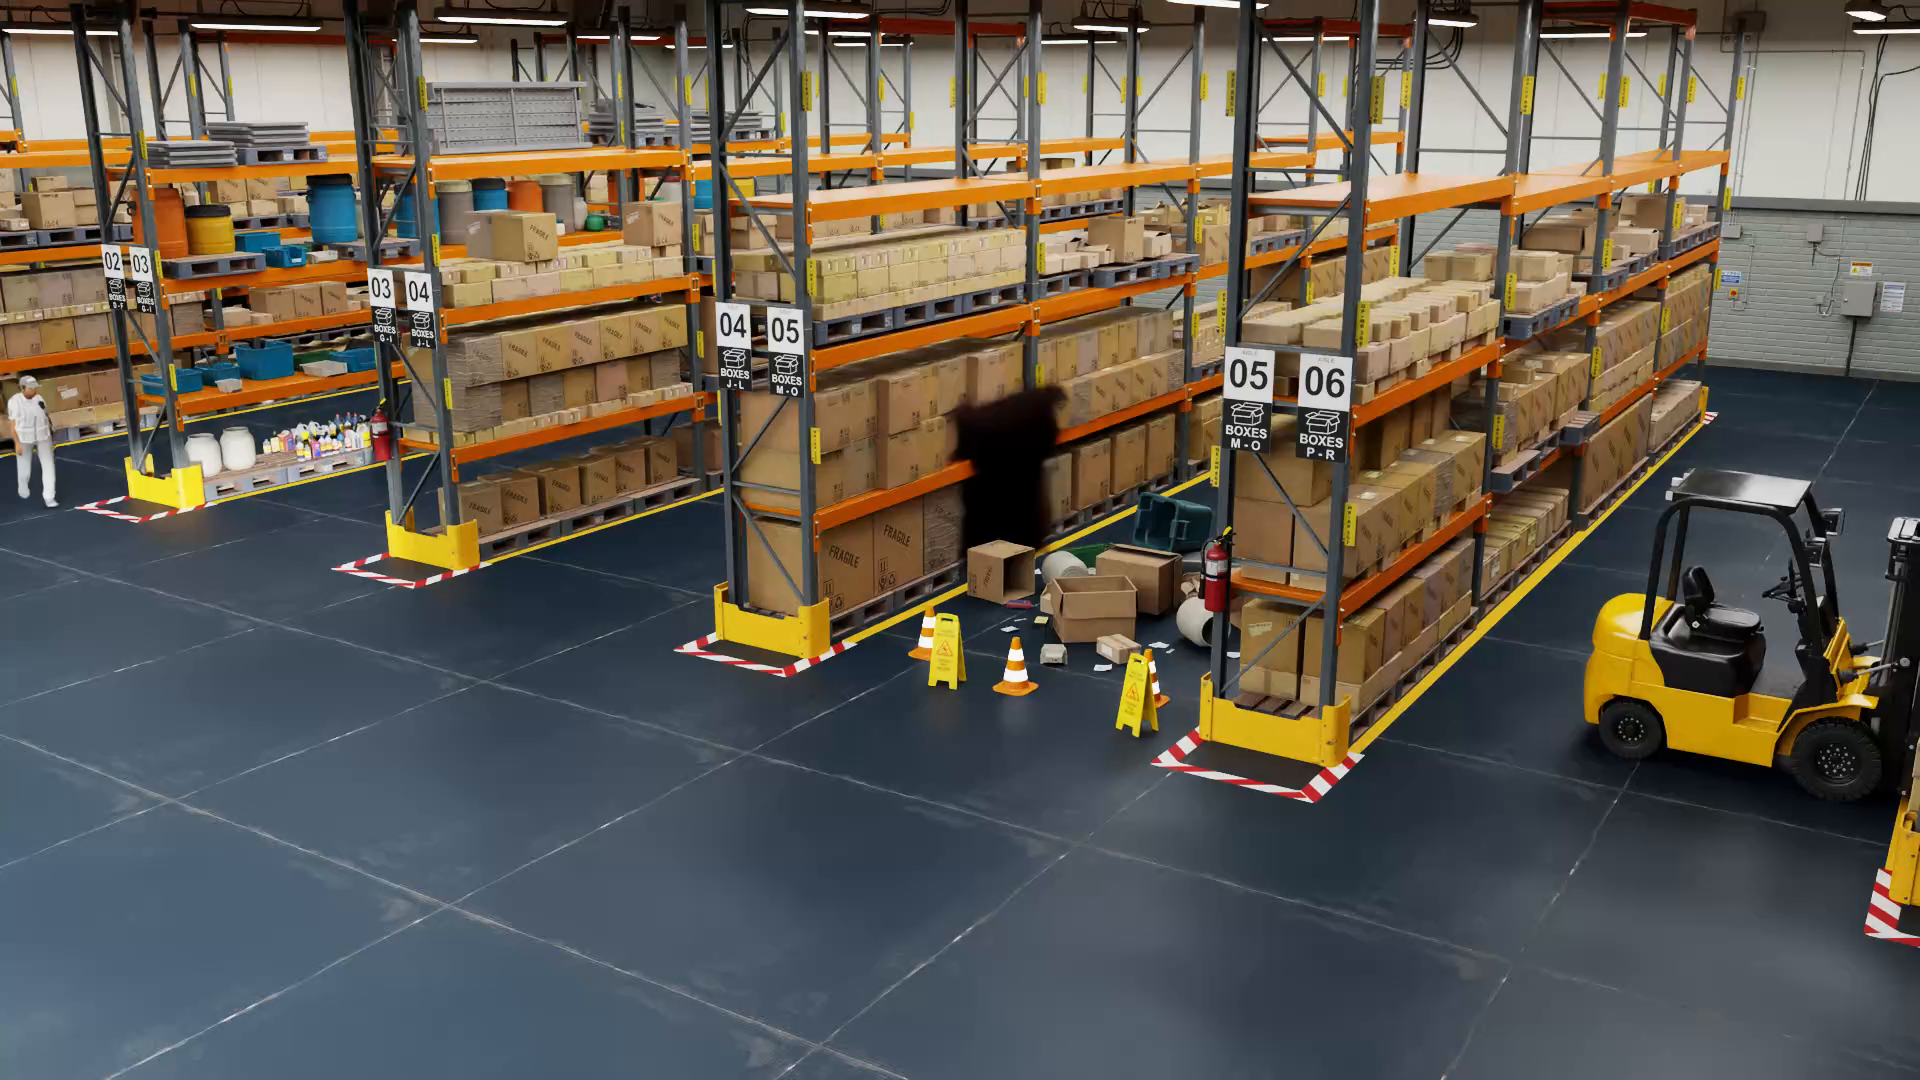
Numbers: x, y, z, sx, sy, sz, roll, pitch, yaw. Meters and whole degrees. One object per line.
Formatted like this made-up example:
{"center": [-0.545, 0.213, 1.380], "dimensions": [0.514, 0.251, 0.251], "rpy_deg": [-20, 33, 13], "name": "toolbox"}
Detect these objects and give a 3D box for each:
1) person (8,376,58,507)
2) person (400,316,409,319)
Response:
{"center": [-11.508, -1.249, 20.626], "dimensions": [0.479, 1.622, 0.713], "rpy_deg": [-12, 19, -37], "name": "person"}
{"center": [-11.078, -4.597, 32.619], "dimensions": [0.723, 1.678, 1.086], "rpy_deg": [8, 18, 28], "name": "person"}
